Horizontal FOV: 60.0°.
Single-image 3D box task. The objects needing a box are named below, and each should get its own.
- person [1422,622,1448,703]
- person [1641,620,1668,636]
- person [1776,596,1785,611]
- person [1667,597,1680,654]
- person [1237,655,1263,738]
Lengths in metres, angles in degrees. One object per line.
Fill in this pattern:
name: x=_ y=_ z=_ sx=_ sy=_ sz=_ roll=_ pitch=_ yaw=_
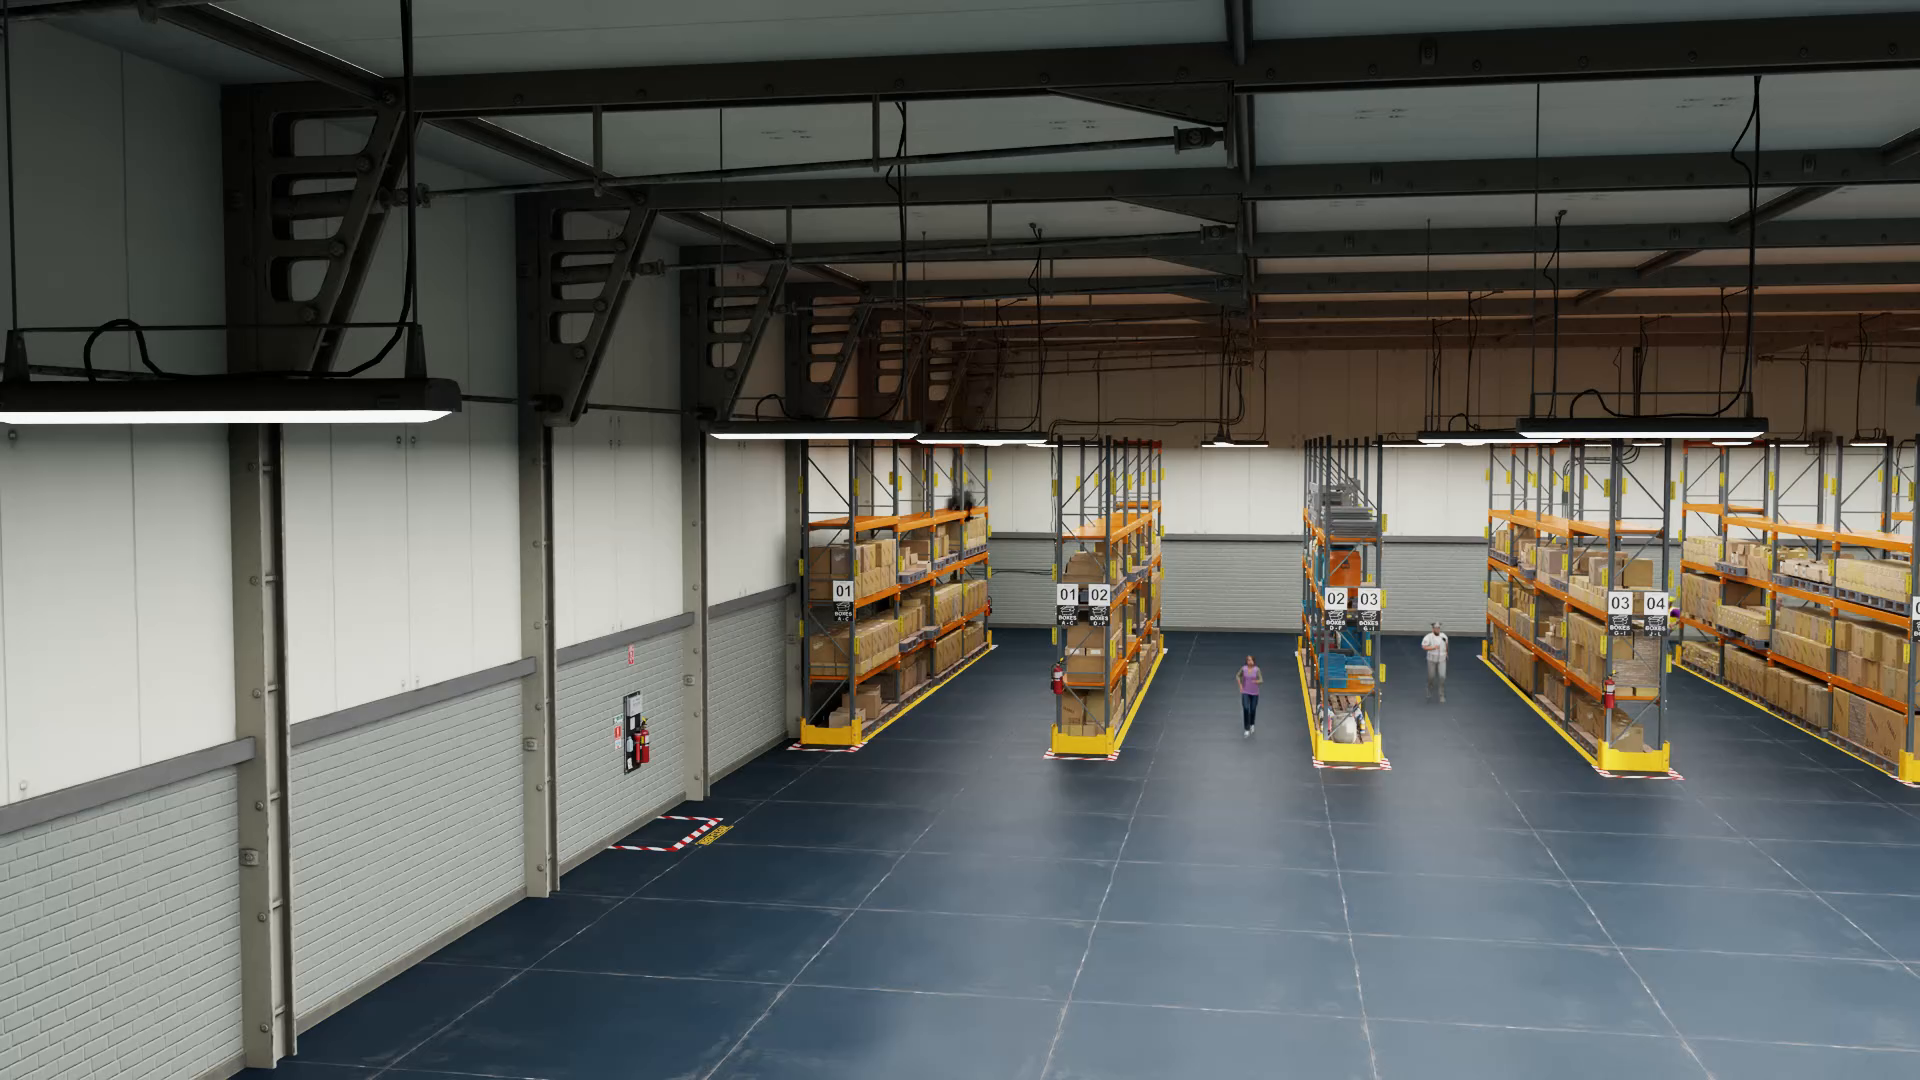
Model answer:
person: x=10.868 y=2.774 z=38.026 sx=0.664 sy=1.844 sz=0.847 roll=0 pitch=3 yaw=3
person: x=17.591 y=2.587 z=42.187 sx=0.729 sy=1.723 sz=0.647 roll=1 pitch=3 yaw=16
person: x=22.097 y=2.409 z=45.117 sx=0.727 sy=1.800 sz=0.688 roll=0 pitch=3 yaw=7
person: x=19.275 y=2.411 z=45.430 sx=0.542 sy=1.729 sz=0.771 roll=-1 pitch=3 yaw=-11
person: x=5.813 y=3.116 z=33.332 sx=0.522 sy=1.640 sz=0.690 roll=0 pitch=3 yaw=8
